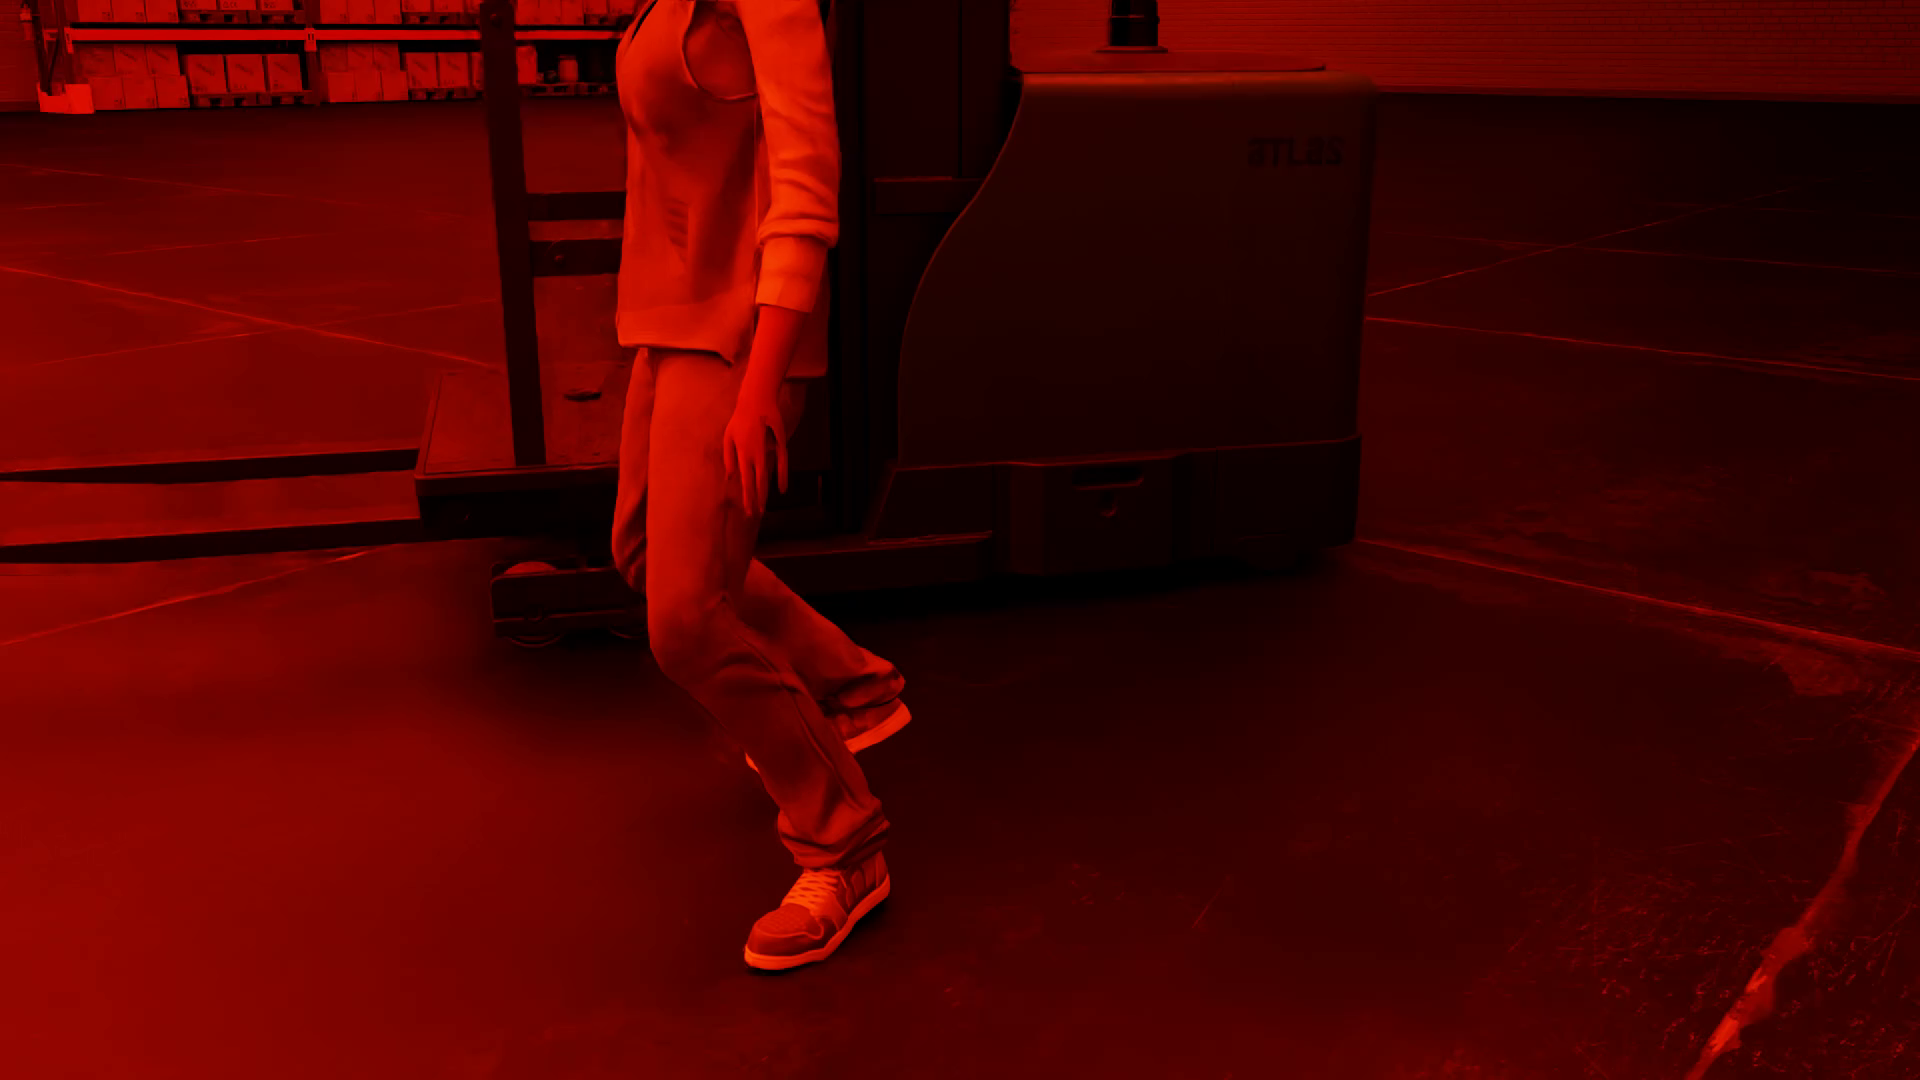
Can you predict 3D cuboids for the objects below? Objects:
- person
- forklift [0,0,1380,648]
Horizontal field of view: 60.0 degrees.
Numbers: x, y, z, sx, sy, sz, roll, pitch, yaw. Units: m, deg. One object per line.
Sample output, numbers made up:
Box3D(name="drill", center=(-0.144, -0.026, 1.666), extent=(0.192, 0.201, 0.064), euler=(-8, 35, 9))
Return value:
Box3D(name="person", center=(-0.262, -0.278, 2.255), extent=(0.444, 1.529, 0.743), euler=(-4, 17, -13))
Box3D(name="forklift", center=(-0.689, -1.361, 3.380), extent=(3.031, 2.935, 1.130), euler=(-4, 17, -14))
